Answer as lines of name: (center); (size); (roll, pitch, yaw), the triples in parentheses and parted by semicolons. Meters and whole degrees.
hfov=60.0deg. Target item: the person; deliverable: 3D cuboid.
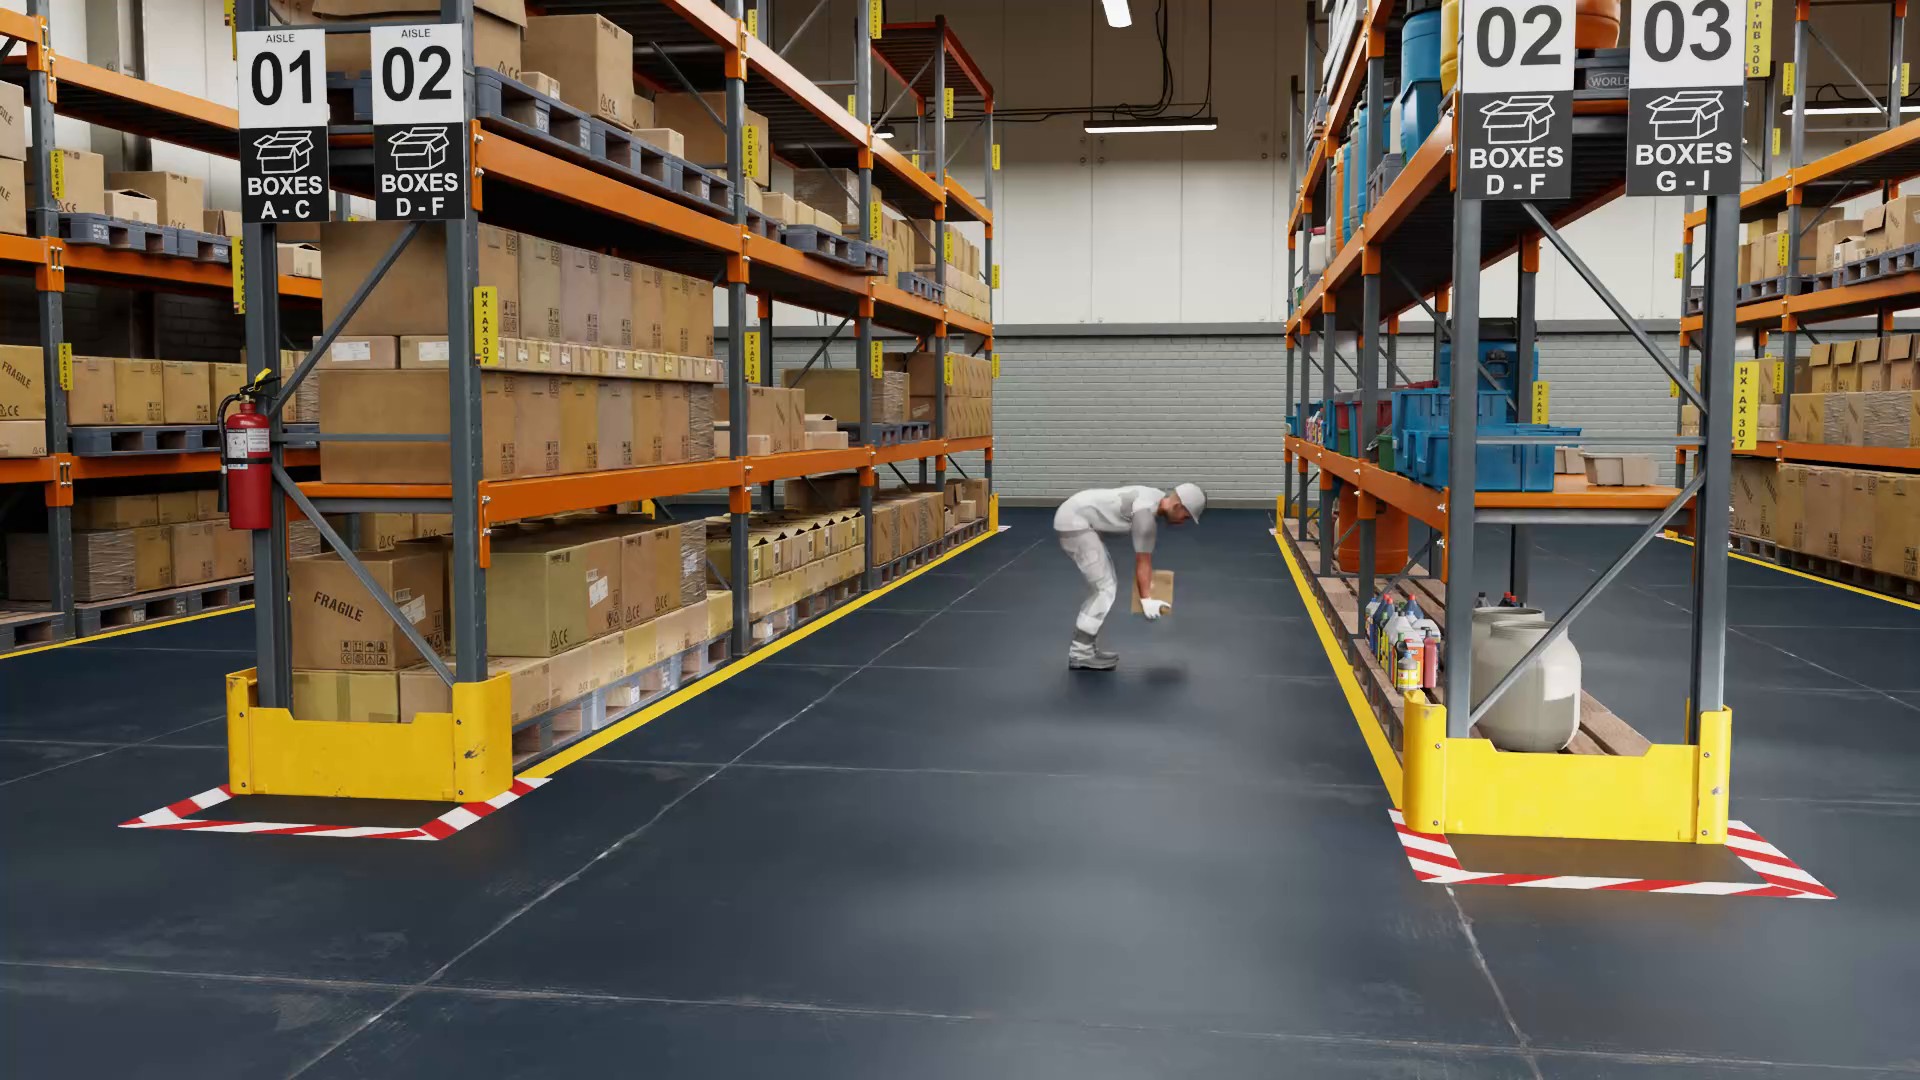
person: (1.069, 0.197, 10.554); (0.949, 1.218, 0.494); (1, 4, 7)
